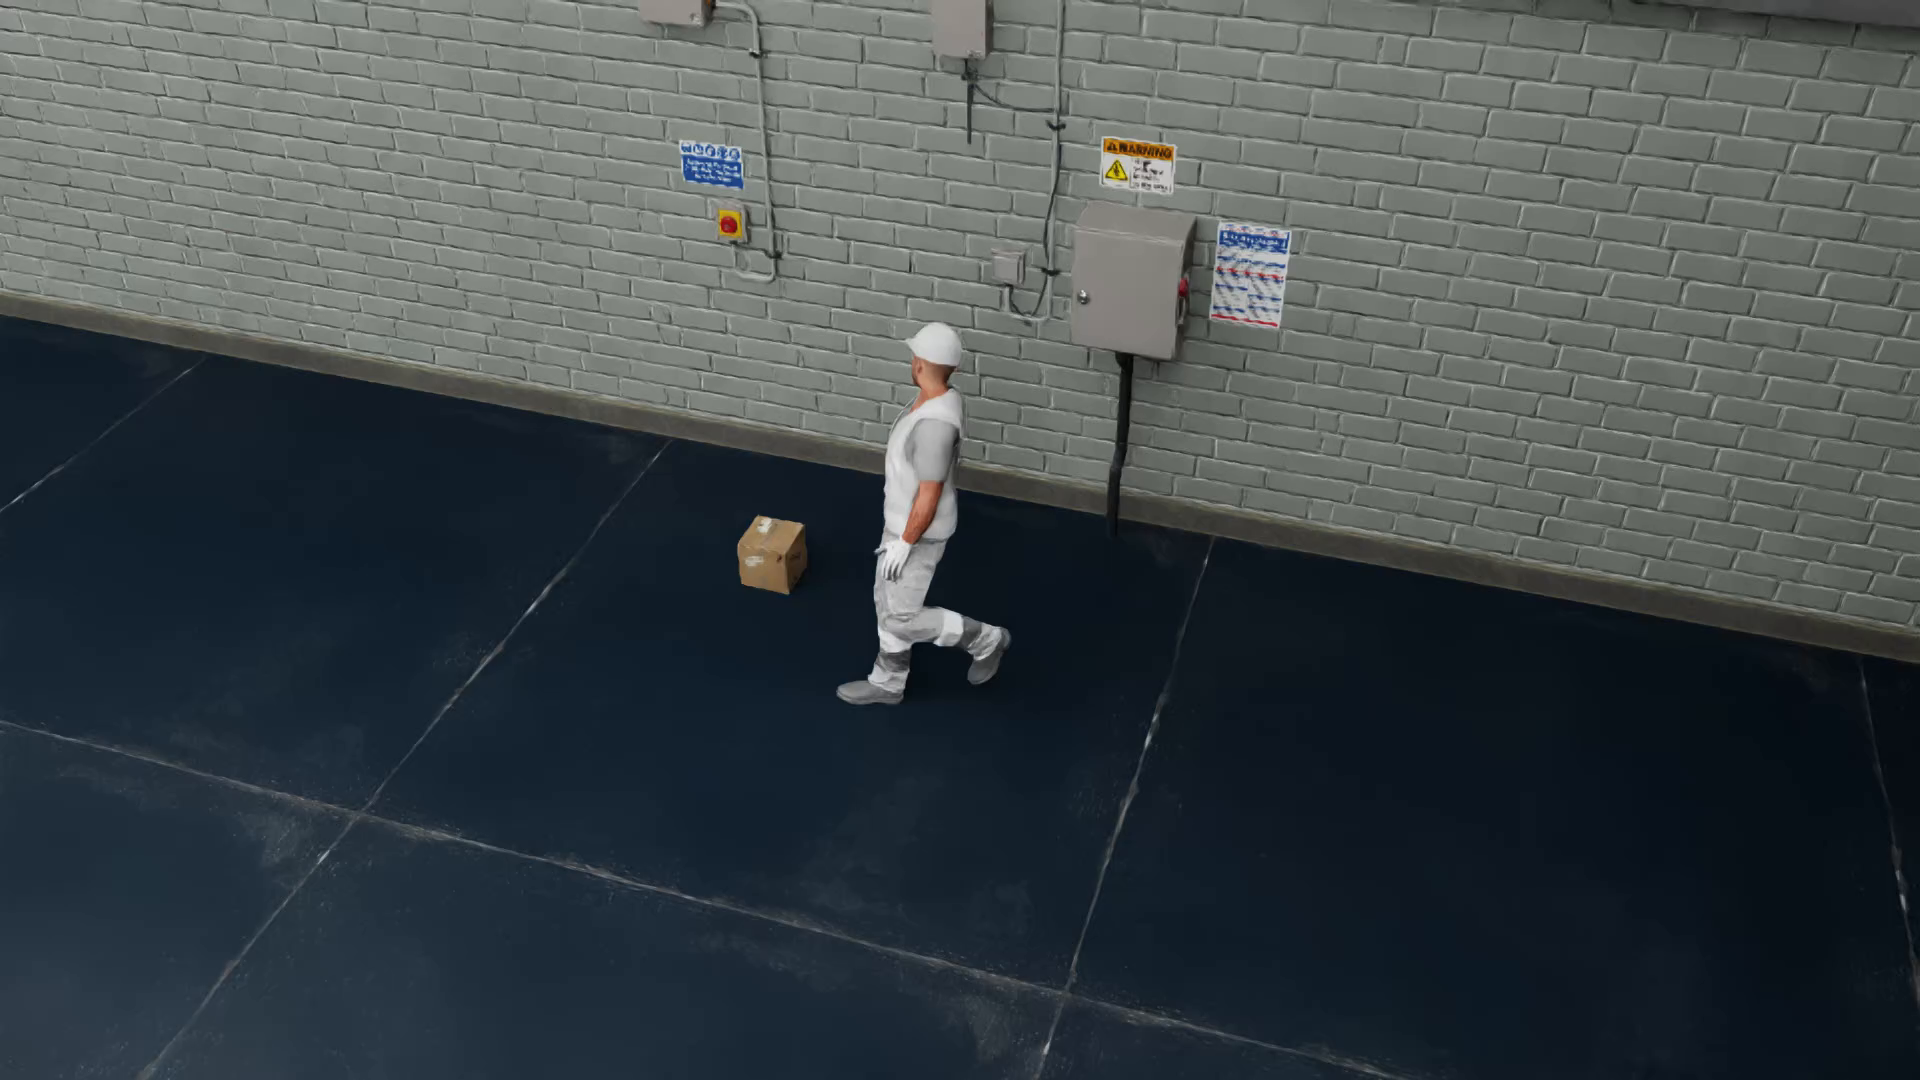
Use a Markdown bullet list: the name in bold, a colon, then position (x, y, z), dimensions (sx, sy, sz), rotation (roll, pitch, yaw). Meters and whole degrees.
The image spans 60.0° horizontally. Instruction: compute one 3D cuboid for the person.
- **person**: position (-0.164, -0.071, 7.013), dimensions (0.775, 1.733, 0.616), rotation (0, 37, 0)
